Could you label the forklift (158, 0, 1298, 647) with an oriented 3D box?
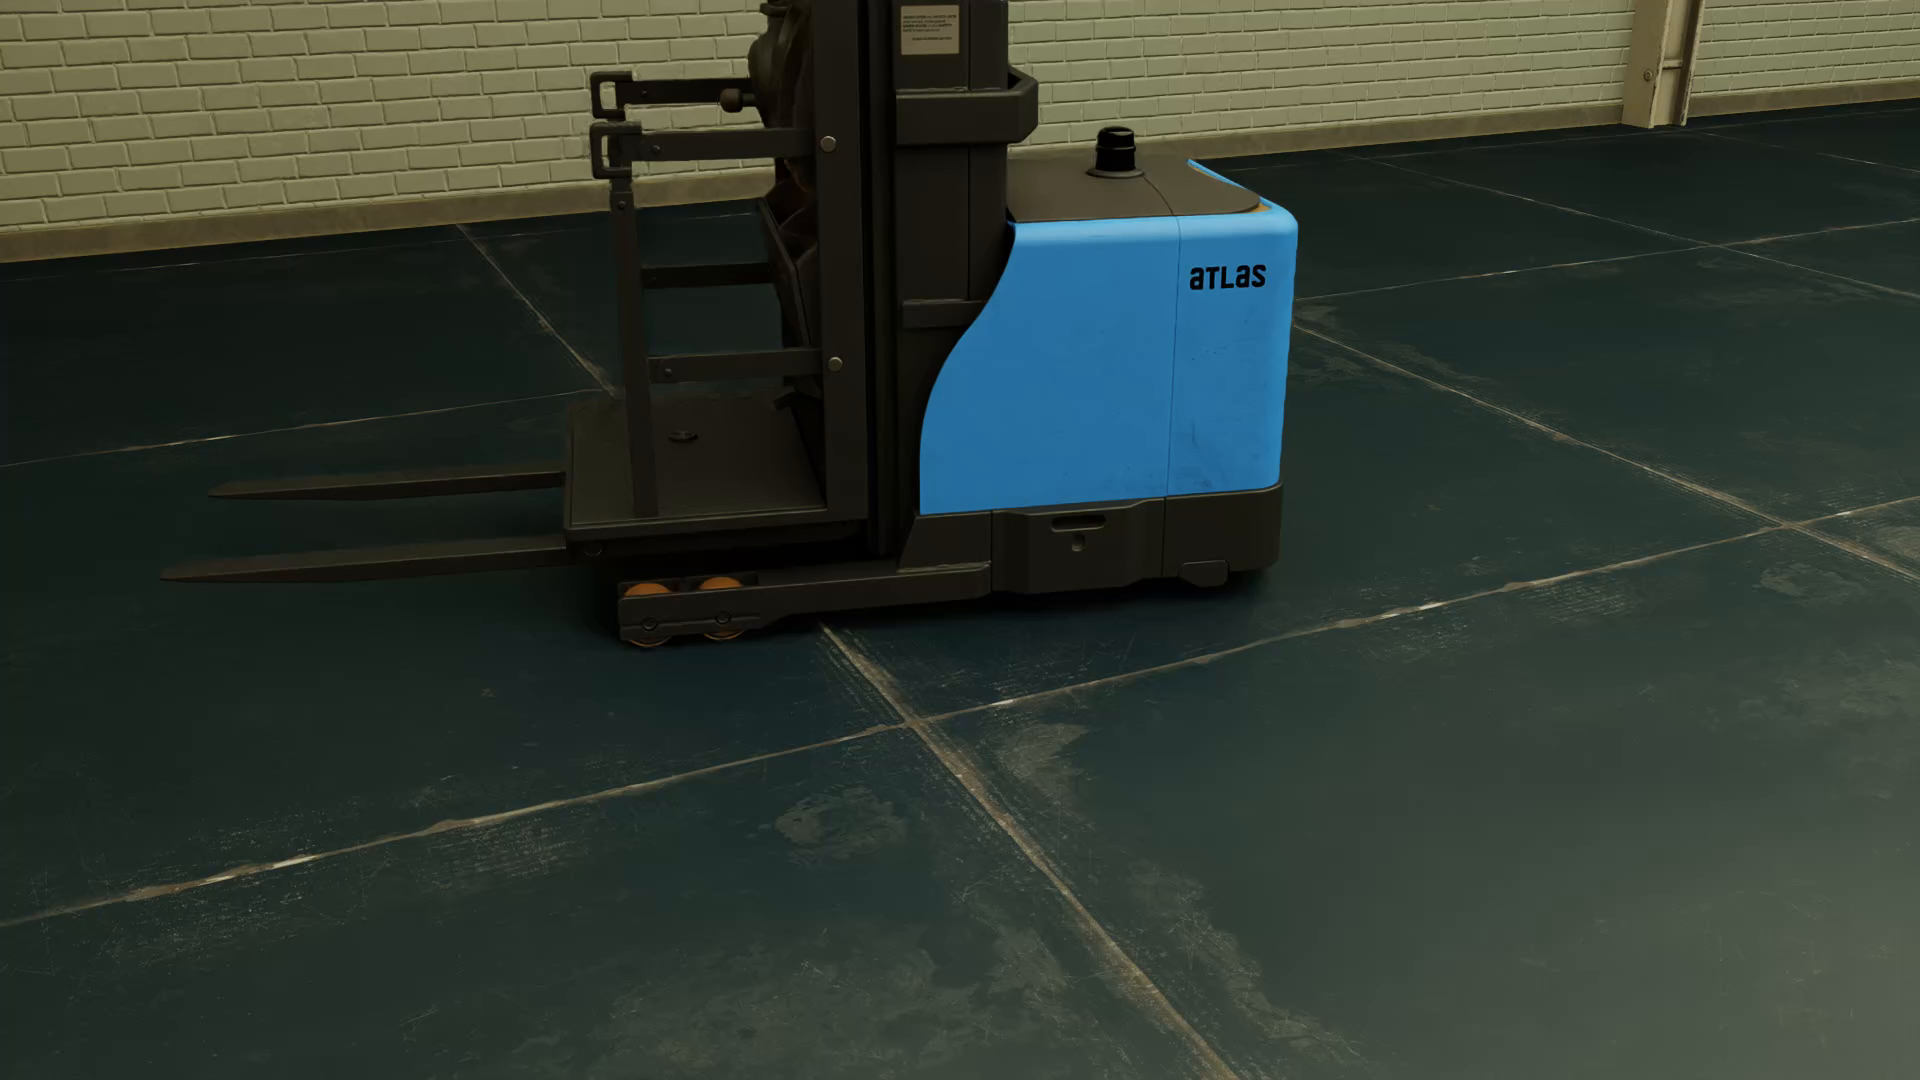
[{"bbox_3d":[-0.654,-1.290,4.392,3.031,2.935,1.130,-4,23,-11],"label":"forklift"}]
